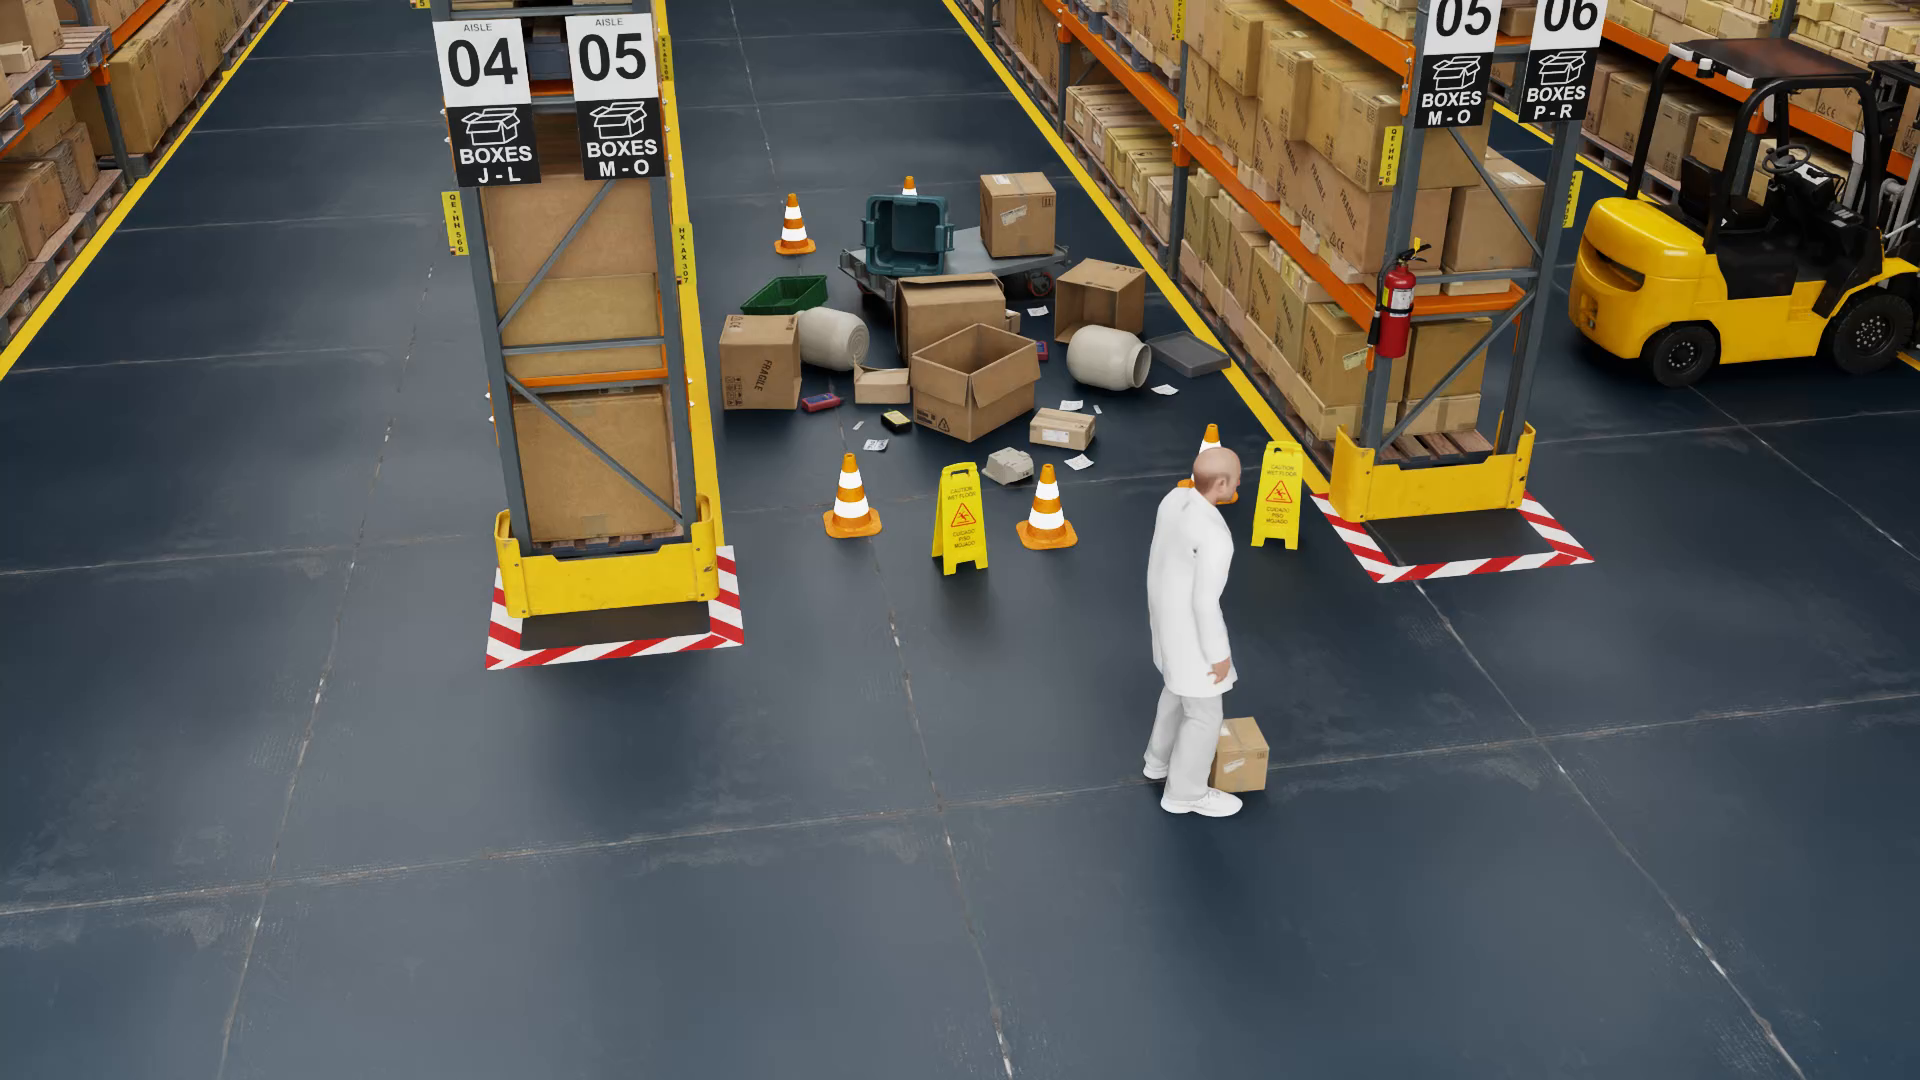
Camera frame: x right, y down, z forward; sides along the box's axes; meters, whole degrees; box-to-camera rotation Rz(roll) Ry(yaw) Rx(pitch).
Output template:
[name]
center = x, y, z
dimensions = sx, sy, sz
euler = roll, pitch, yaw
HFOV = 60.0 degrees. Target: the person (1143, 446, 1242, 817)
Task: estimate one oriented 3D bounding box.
[person]
center = 1.055, 0.393, 7.485
dimensions = 0.428, 1.772, 0.641
euler = -7, 31, -11
